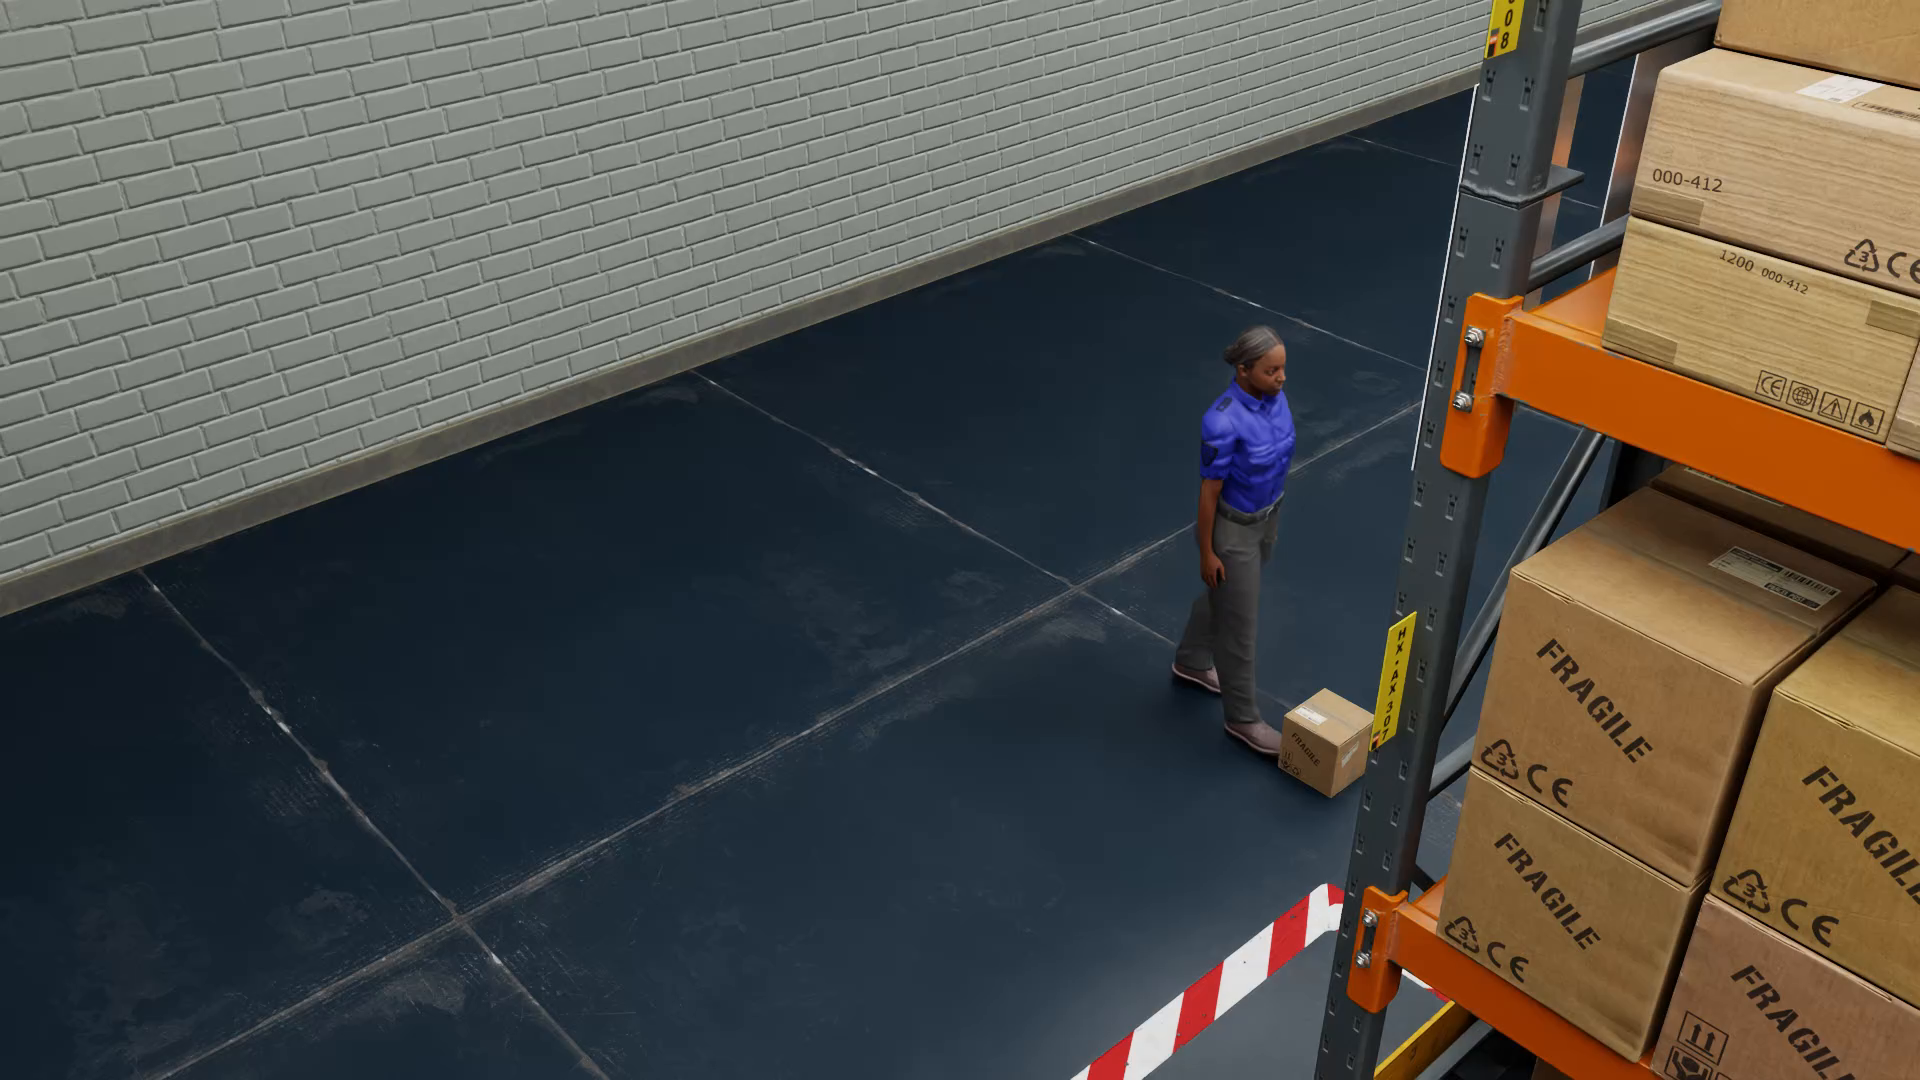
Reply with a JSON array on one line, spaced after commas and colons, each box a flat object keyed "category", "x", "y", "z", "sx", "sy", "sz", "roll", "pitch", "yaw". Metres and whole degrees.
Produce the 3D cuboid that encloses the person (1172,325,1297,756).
[{"category": "person", "x": 1.080, "y": -0.019, "z": 6.156, "sx": 0.646, "sy": 1.656, "sz": 0.457, "roll": 24, "pitch": 39, "yaw": 33}]
